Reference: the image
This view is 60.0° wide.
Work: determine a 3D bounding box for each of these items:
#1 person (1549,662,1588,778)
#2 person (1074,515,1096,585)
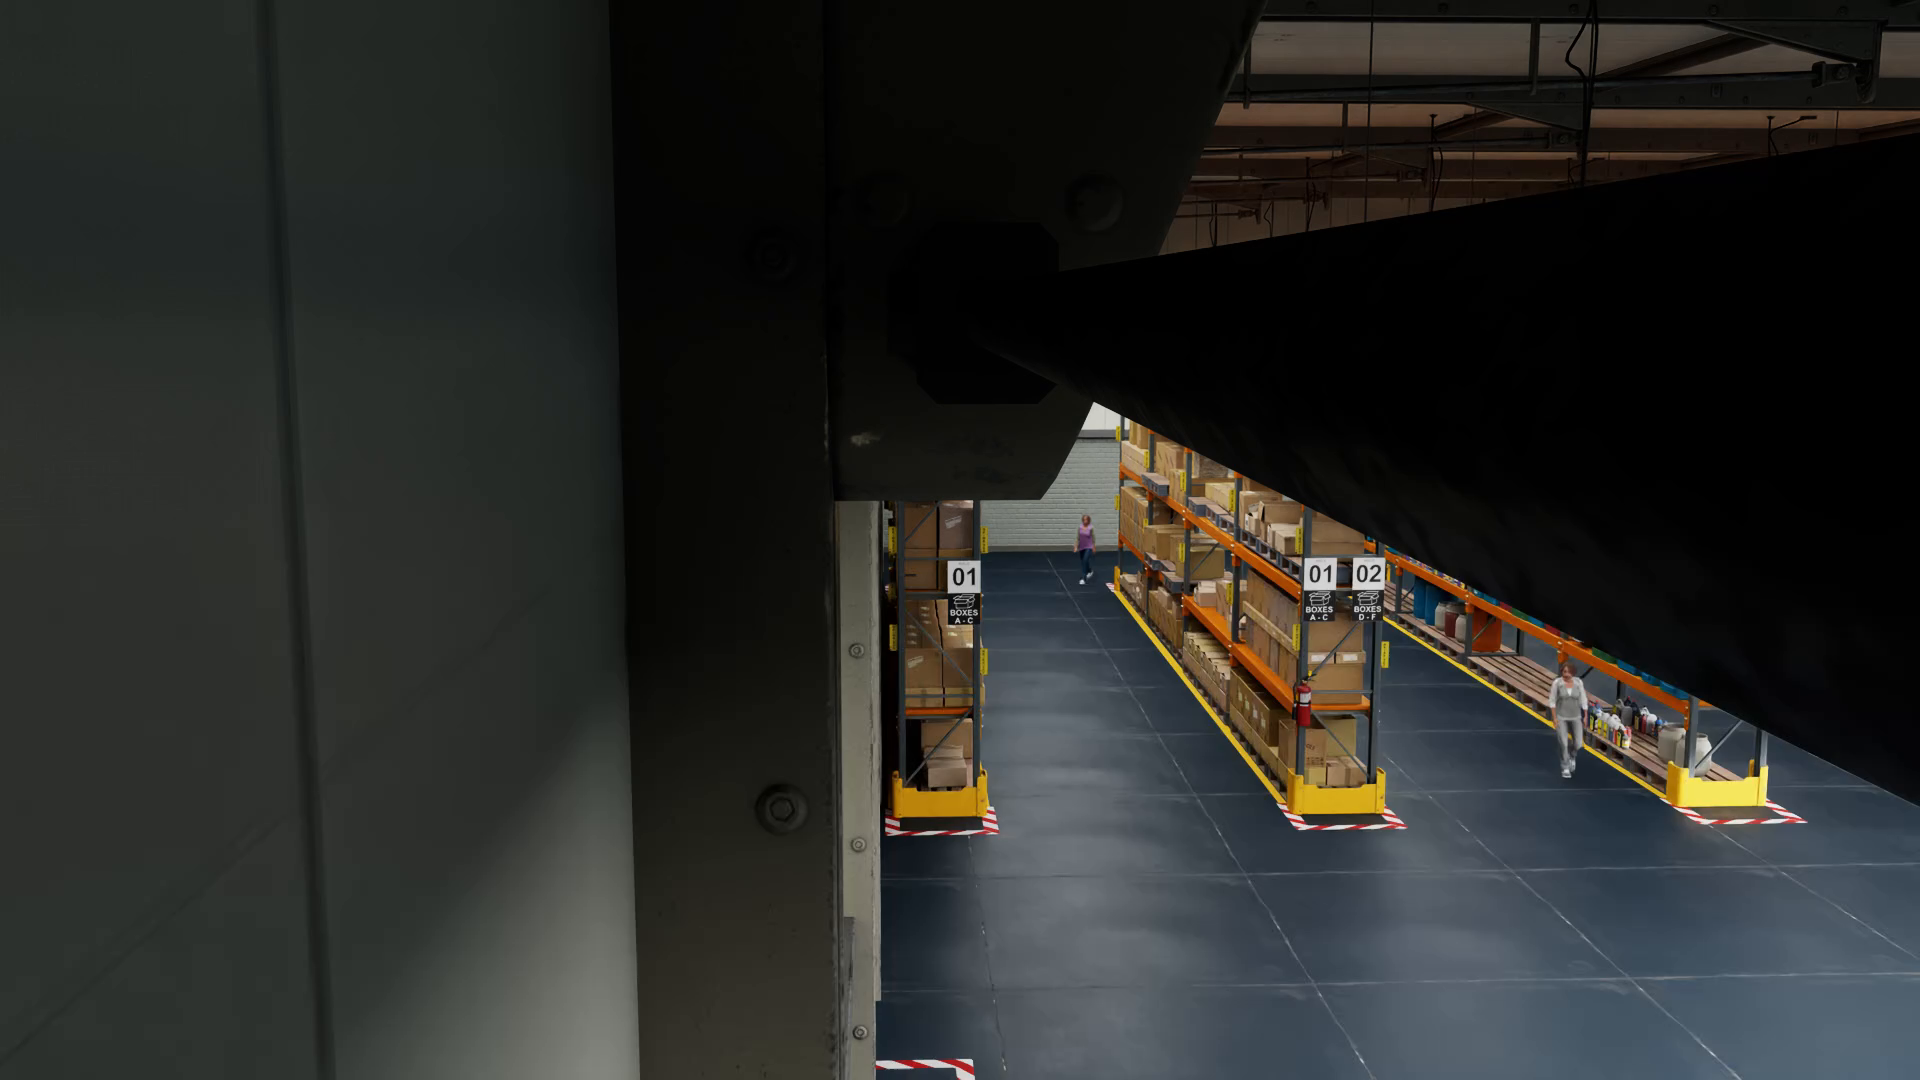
[{"bbox_3d":[8.111,2.398,22.179,0.498,1.543,0.448,2,8,12],"label":"person"},{"bbox_3d":[2.832,0.183,37.290,0.419,1.541,0.963,5,9,29],"label":"person"}]
